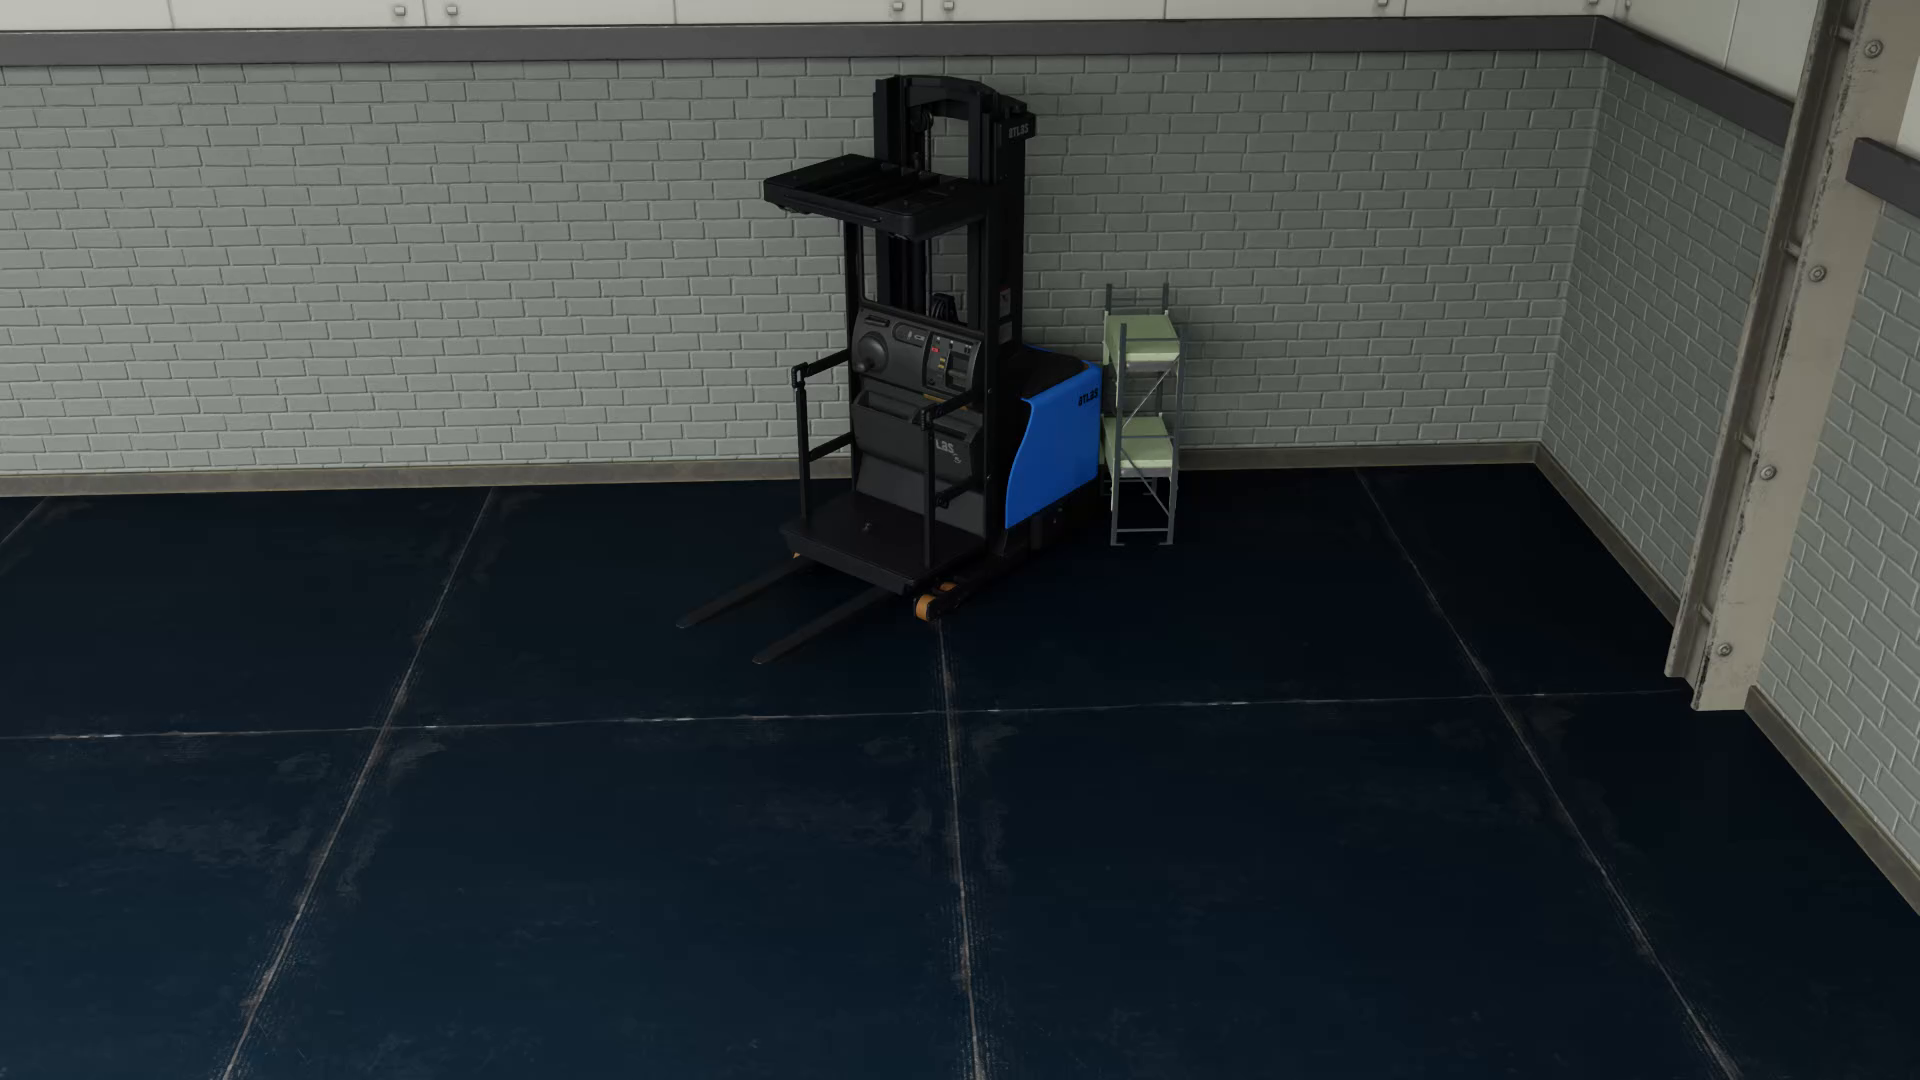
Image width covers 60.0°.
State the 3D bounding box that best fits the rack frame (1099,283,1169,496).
[{"bbox_3d":[1.139,-0.976,10.999,0.400,1.500,0.023,-1,28,-2],"label":"rack frame"}]

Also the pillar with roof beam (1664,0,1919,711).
[{"bbox_3d":[-0.188,-3.059,6.885,9.100,9.000,0.400,-1,28,-3],"label":"pillar with roof beam"}]

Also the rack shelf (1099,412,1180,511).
[{"bbox_3d":[1.154,-0.518,10.826,0.431,0.370,0.720,-1,28,-2],"label":"rack shelf"}]

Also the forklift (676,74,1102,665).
[{"bbox_3d":[-0.393,-1.074,9.639,1.130,2.935,3.031,20,34,34],"label":"forklift"}]

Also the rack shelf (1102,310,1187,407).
[{"bbox_3d":[1.153,-1.153,10.494,0.431,0.370,0.720,-1,28,-2],"label":"rack shelf"}]

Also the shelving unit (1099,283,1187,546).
[{"bbox_3d":[1.154,-0.807,10.675,0.431,1.500,0.755,-1,28,-2],"label":"shelving unit"}]

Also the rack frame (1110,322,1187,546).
[{"bbox_3d":[1.168,-0.638,10.351,0.400,1.500,0.023,-1,28,-2],"label":"rack frame"}]
